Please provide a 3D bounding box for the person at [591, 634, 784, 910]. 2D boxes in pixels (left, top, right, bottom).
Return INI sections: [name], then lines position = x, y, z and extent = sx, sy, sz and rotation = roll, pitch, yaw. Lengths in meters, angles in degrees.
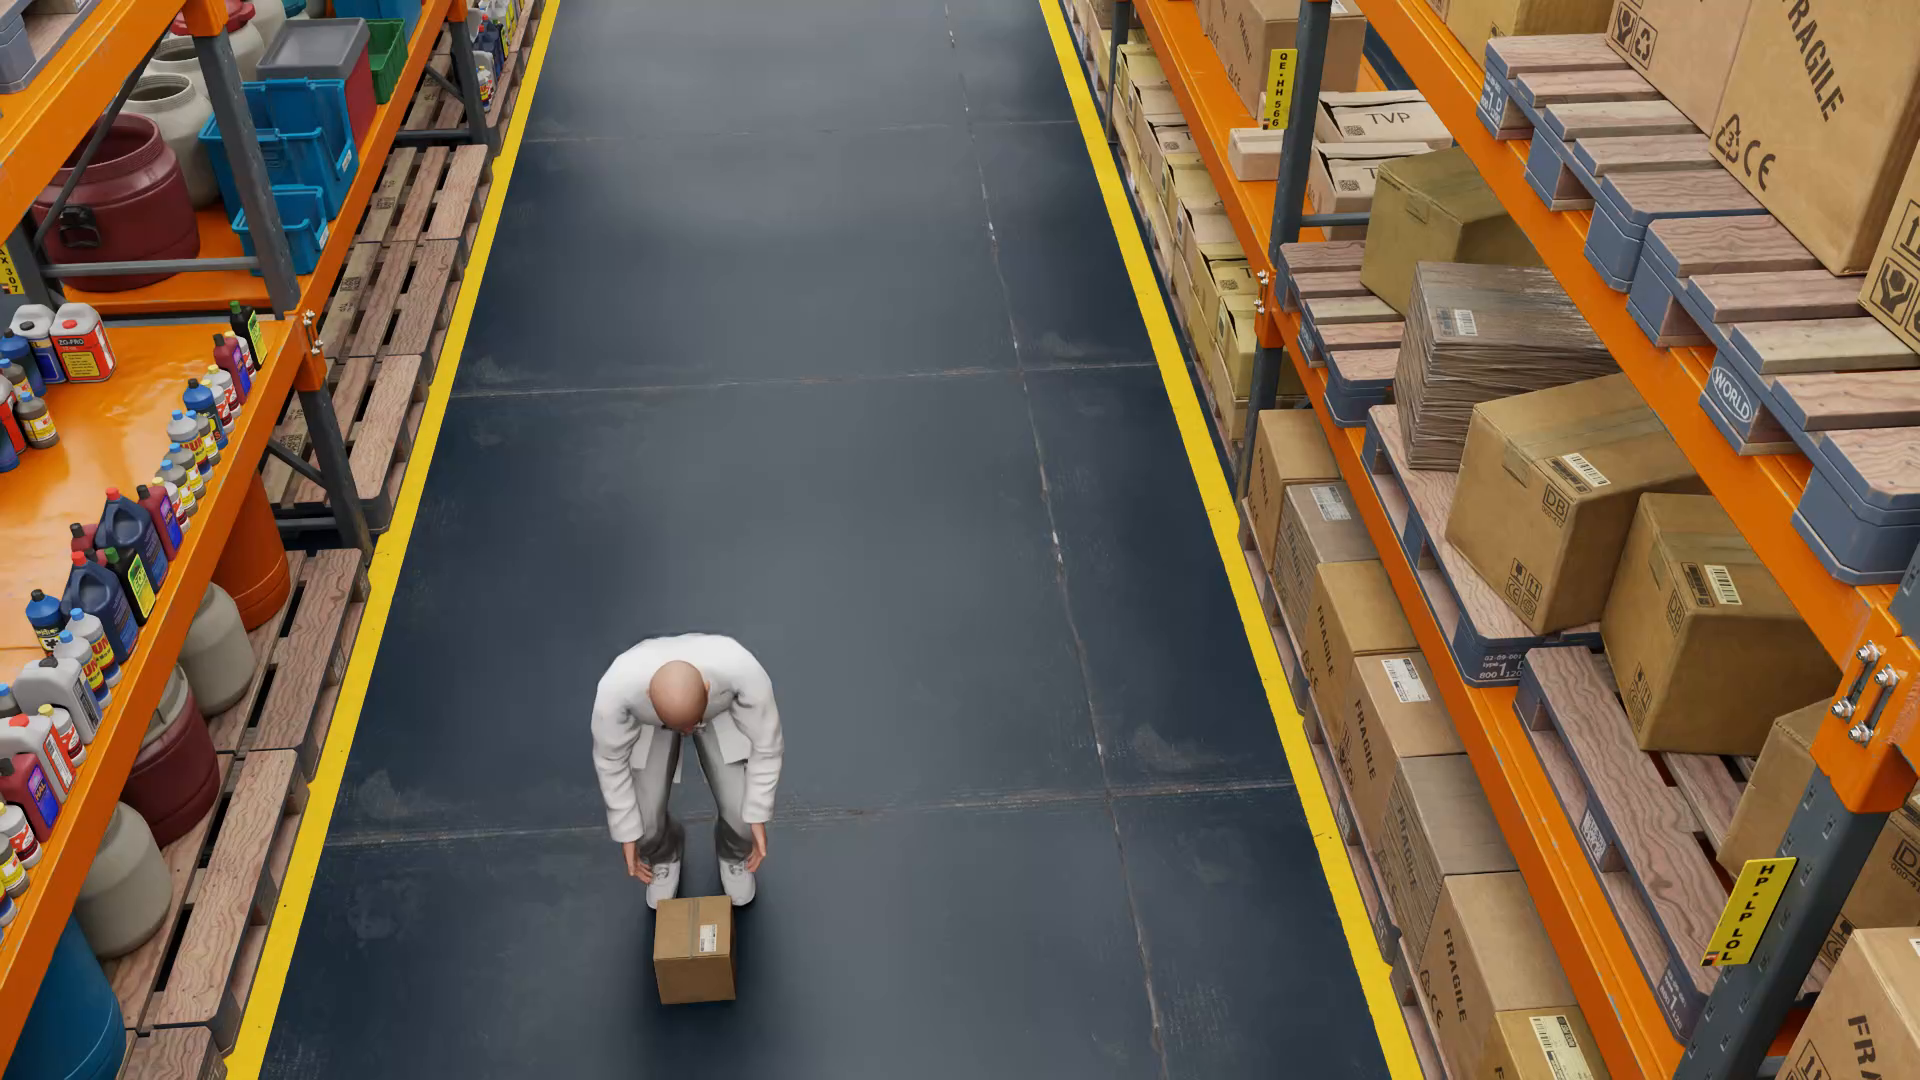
[person]
position = -0.905, 0.720, 5.648
extent = 0.631, 1.301, 0.780
rotation = -3, 39, -4
